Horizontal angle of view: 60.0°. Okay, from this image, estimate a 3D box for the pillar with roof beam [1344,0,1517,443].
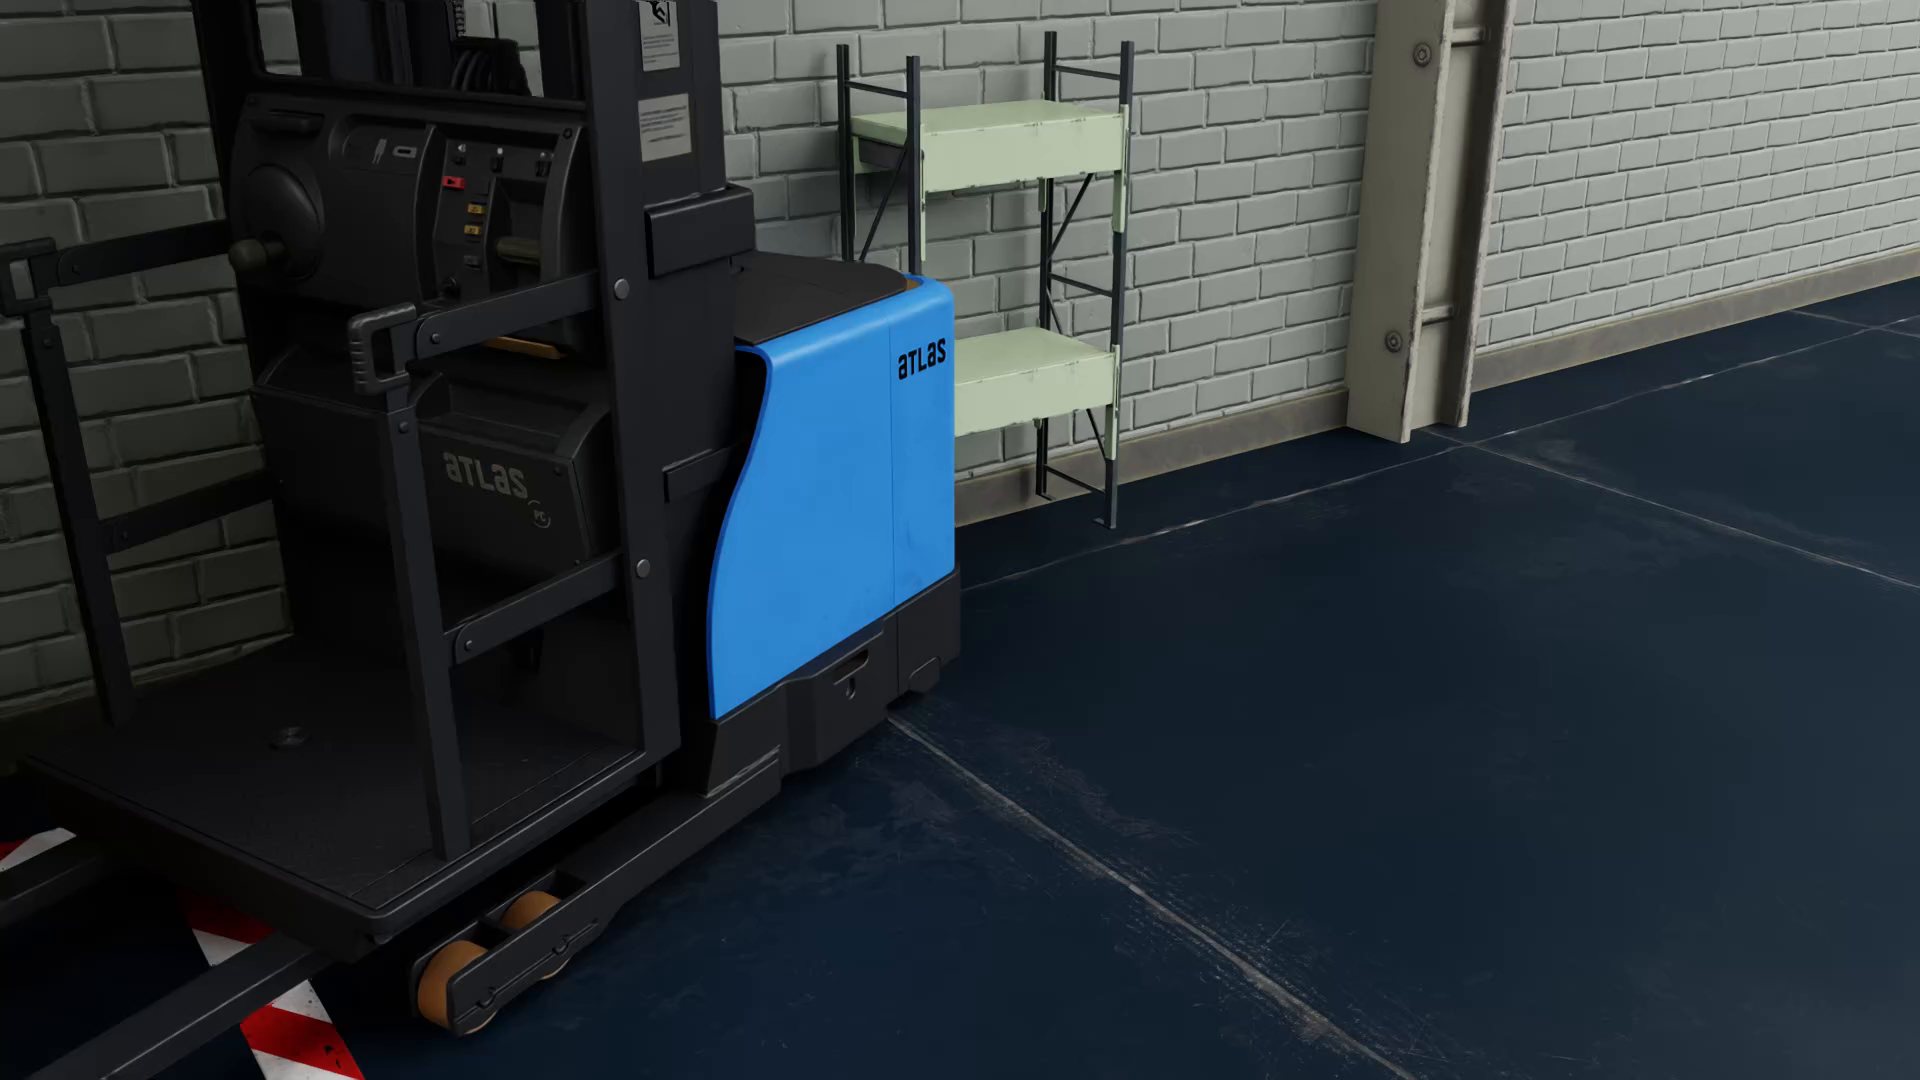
[{"bbox_3d":[4.258,-3.340,1.624,0.400,9.000,9.100,-15,26,-33],"label":"pillar with roof beam"}]

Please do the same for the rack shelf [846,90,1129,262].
[{"bbox_3d":[0.076,-1.076,4.849,0.720,0.370,0.431,-14,26,-32],"label":"rack shelf"}]

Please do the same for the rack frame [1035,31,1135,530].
[{"bbox_3d":[0.378,-0.791,5.187,0.023,1.500,0.400,-14,26,-32],"label":"rack frame"}]

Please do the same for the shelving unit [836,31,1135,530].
[{"bbox_3d":[0.075,-0.714,4.996,0.755,1.500,0.431,-14,26,-32],"label":"shelving unit"}]

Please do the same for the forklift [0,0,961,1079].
[{"bbox_3d":[-1.200,-0.640,3.046,1.130,2.935,3.031,13,25,29],"label":"forklift"}]

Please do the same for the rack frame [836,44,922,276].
[{"bbox_3d":[-0.227,-0.637,4.805,0.023,1.500,0.400,-14,26,-32],"label":"rack frame"}]

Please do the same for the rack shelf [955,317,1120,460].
[{"bbox_3d":[0.075,-0.412,5.118,0.720,0.370,0.431,-14,26,-32],"label":"rack shelf"}]
